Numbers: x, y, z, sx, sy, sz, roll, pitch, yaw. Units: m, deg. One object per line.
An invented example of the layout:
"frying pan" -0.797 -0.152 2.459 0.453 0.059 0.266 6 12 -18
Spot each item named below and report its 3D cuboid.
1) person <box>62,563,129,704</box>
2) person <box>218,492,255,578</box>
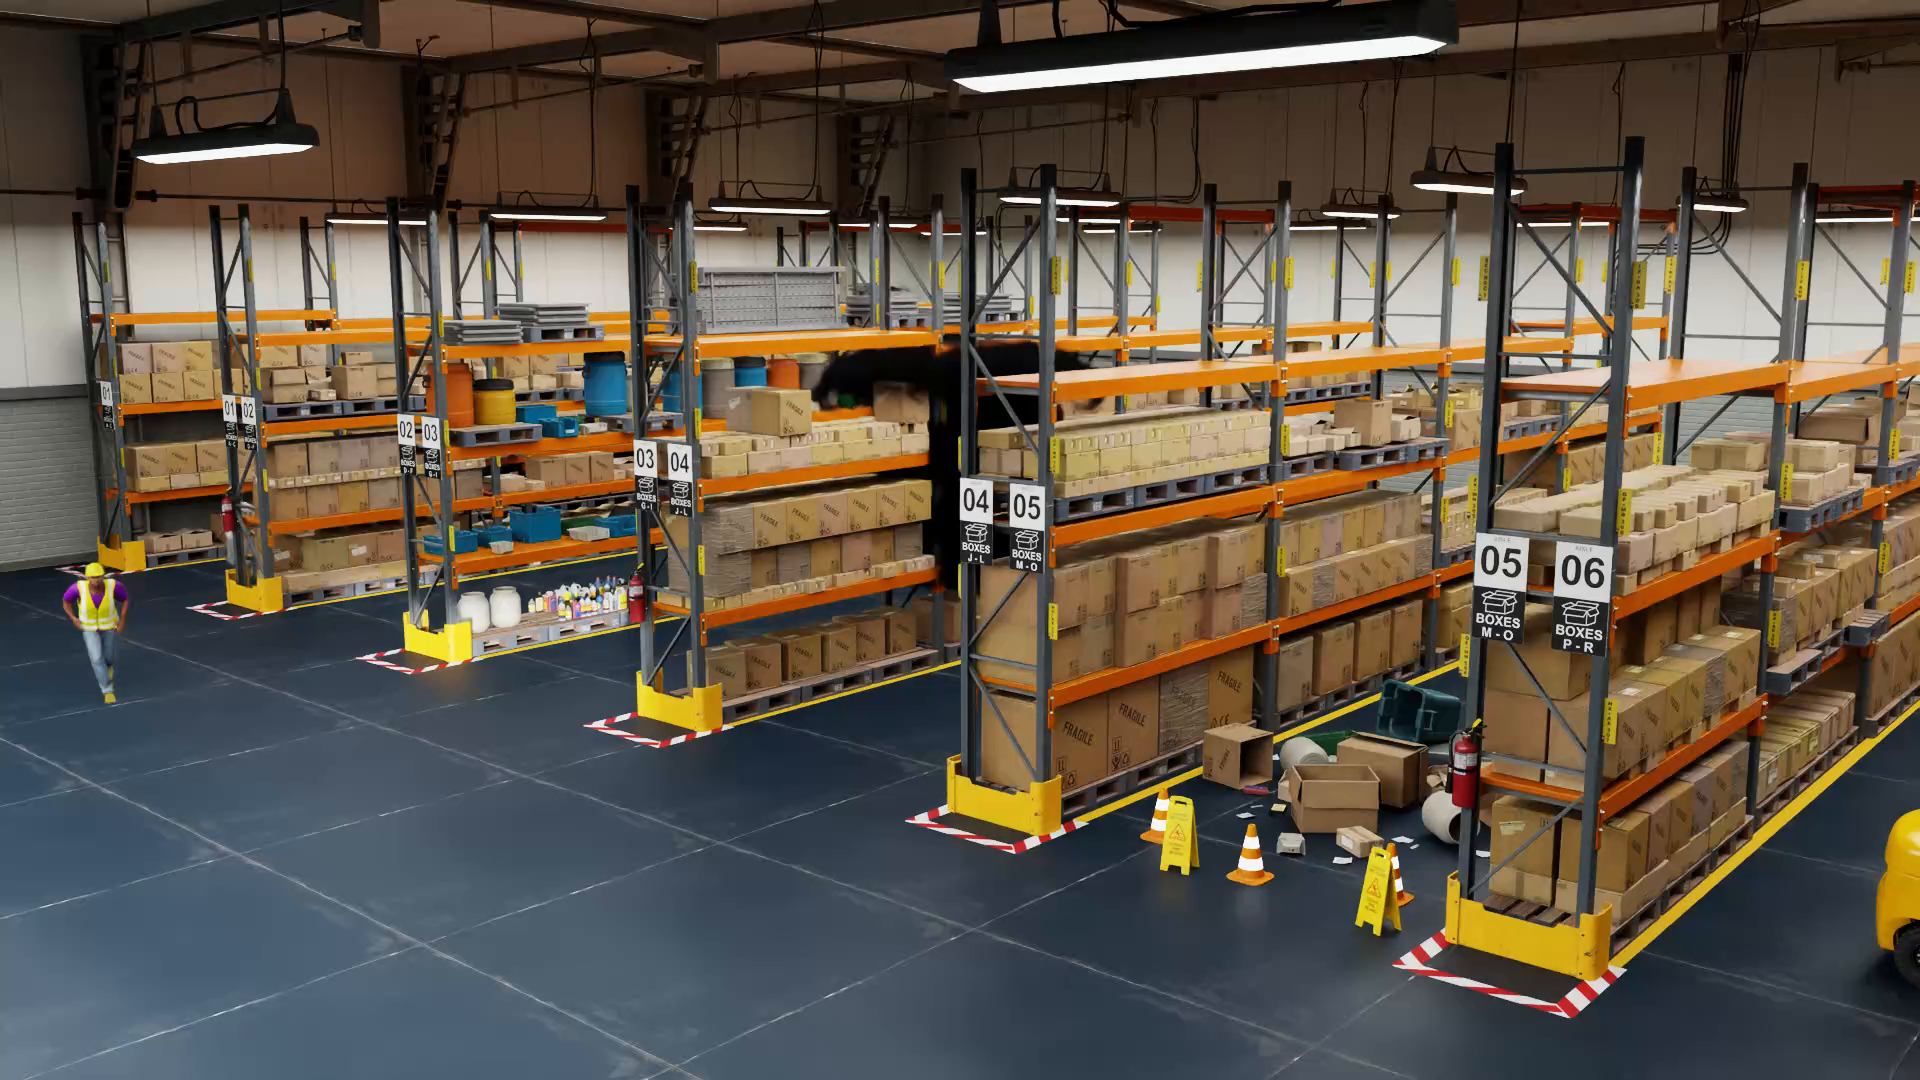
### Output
"person" -10.308 1.067 19.904 0.707 1.708 0.979 -4 10 -23
"person" -11.574 -0.057 26.759 0.631 1.619 0.697 2 10 10
